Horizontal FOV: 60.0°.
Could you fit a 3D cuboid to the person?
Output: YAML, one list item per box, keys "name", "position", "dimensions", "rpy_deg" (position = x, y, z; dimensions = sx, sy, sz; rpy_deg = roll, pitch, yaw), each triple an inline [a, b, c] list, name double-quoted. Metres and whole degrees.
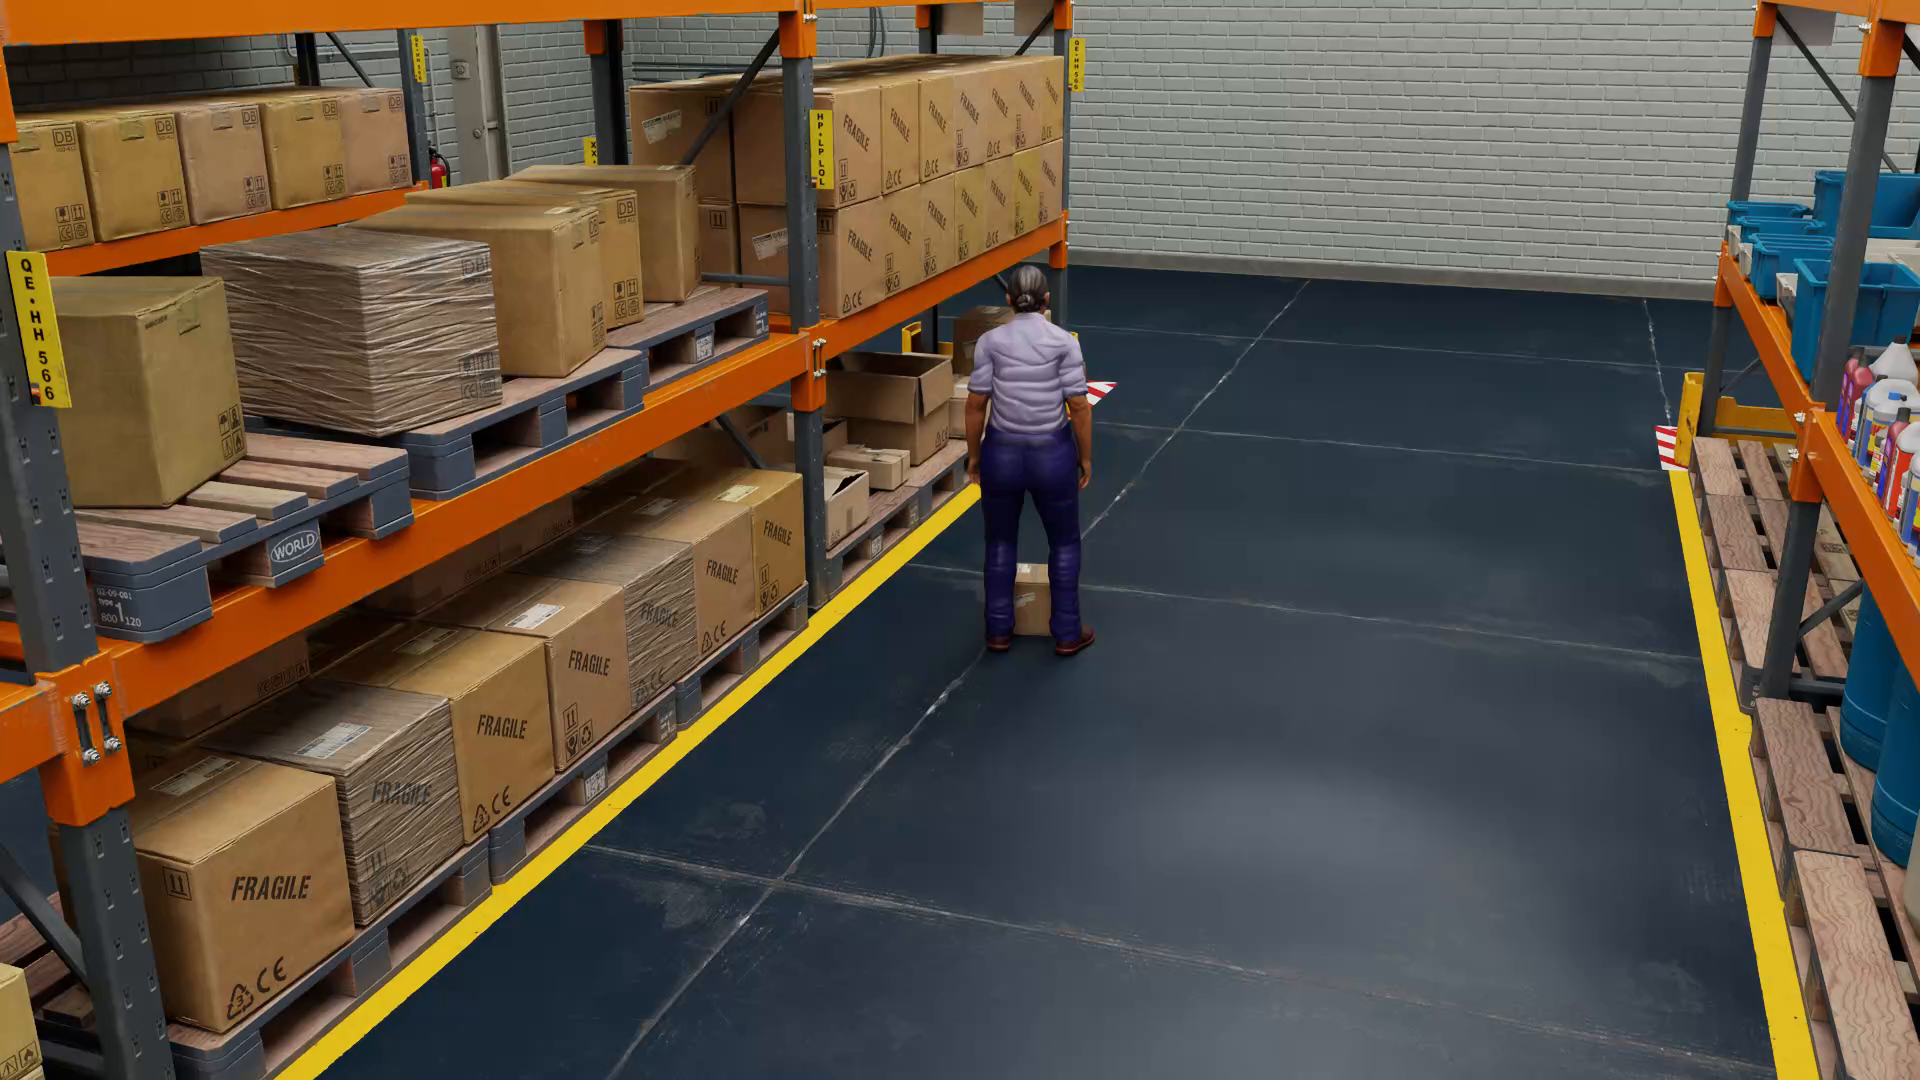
- name: "person"
  position: [0.301, -0.321, 7.018]
  dimensions: [0.560, 1.652, 0.363]
  rpy_deg: [3, 19, 9]
